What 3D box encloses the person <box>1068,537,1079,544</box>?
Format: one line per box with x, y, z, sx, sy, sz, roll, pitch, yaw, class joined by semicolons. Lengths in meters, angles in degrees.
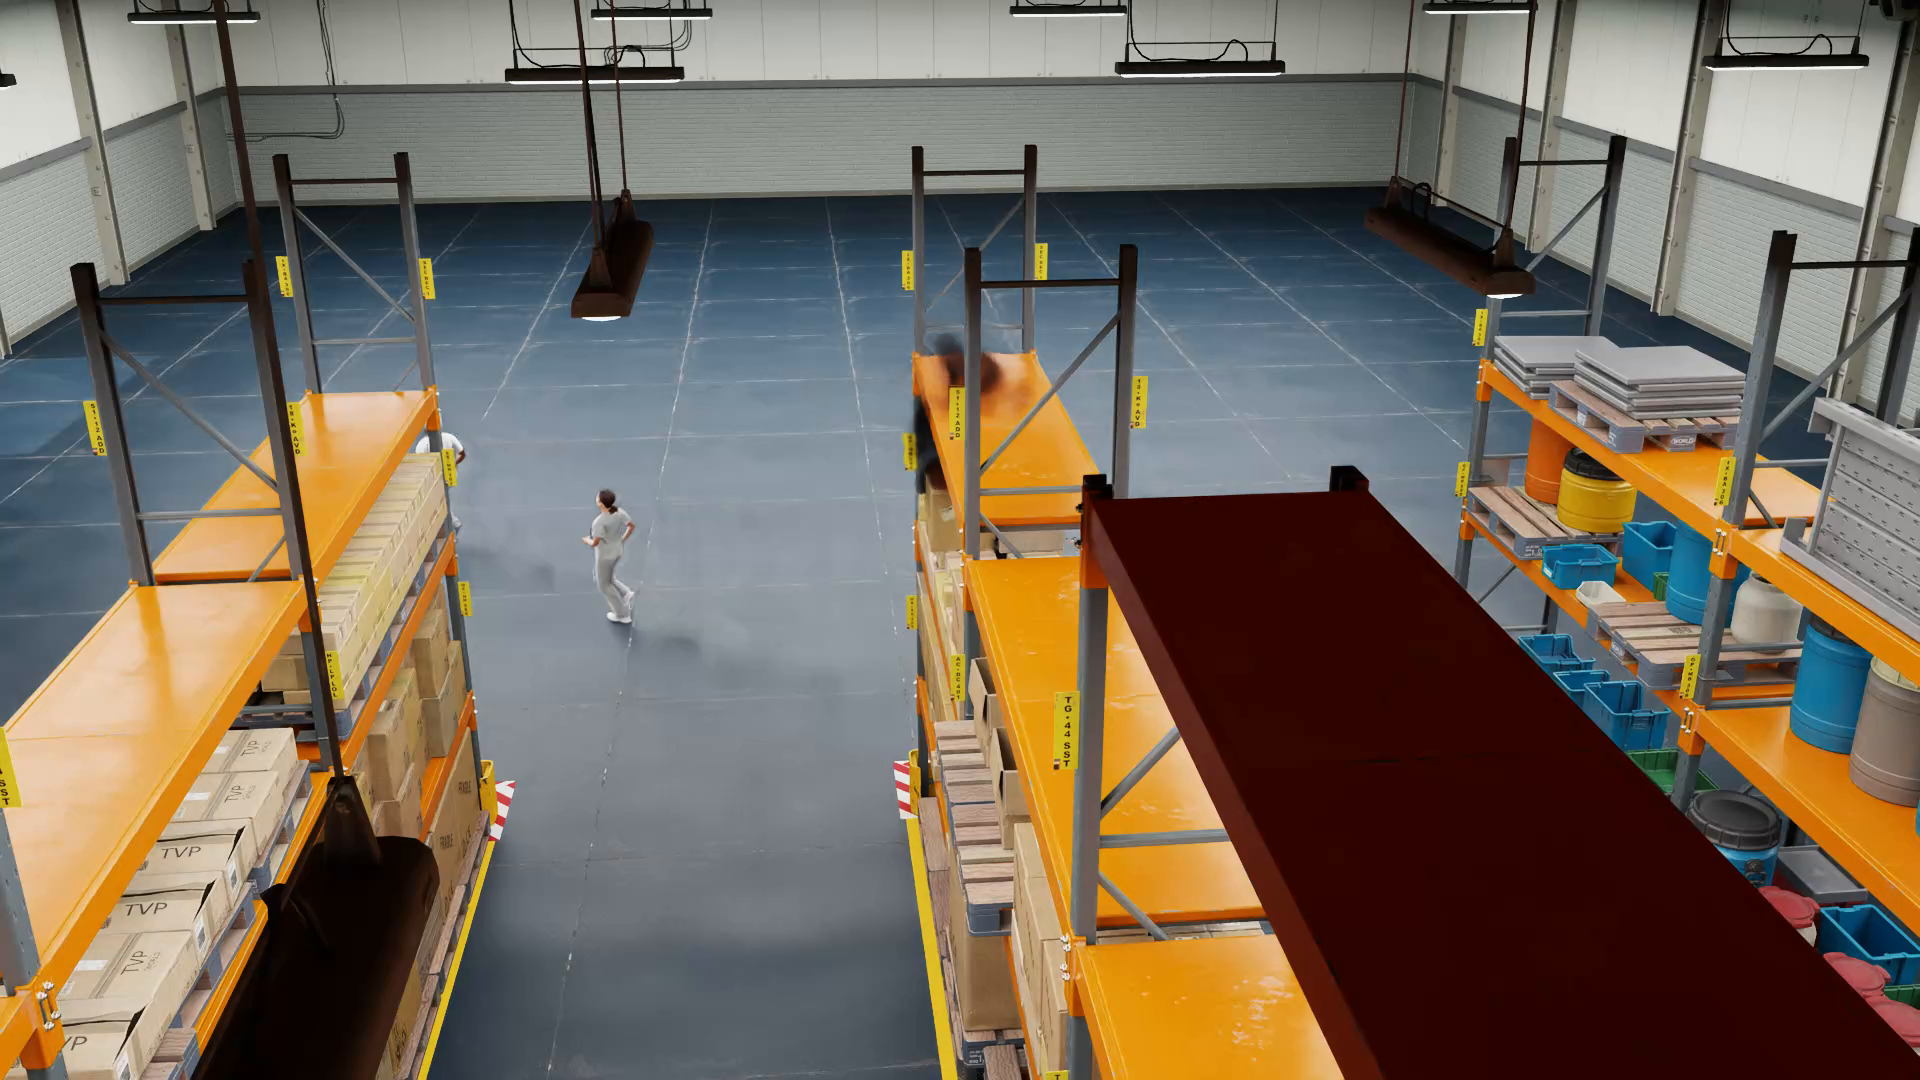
1.495;0.429;18.516;0.667;1.545;0.514;9;23;22;person

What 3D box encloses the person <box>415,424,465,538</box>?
-6.654;-0.774;21.243;0.795;1.733;0.738;13;25;30;person

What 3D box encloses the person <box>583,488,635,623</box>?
-4.045;0.164;19.005;0.546;1.619;0.552;9;23;22;person
